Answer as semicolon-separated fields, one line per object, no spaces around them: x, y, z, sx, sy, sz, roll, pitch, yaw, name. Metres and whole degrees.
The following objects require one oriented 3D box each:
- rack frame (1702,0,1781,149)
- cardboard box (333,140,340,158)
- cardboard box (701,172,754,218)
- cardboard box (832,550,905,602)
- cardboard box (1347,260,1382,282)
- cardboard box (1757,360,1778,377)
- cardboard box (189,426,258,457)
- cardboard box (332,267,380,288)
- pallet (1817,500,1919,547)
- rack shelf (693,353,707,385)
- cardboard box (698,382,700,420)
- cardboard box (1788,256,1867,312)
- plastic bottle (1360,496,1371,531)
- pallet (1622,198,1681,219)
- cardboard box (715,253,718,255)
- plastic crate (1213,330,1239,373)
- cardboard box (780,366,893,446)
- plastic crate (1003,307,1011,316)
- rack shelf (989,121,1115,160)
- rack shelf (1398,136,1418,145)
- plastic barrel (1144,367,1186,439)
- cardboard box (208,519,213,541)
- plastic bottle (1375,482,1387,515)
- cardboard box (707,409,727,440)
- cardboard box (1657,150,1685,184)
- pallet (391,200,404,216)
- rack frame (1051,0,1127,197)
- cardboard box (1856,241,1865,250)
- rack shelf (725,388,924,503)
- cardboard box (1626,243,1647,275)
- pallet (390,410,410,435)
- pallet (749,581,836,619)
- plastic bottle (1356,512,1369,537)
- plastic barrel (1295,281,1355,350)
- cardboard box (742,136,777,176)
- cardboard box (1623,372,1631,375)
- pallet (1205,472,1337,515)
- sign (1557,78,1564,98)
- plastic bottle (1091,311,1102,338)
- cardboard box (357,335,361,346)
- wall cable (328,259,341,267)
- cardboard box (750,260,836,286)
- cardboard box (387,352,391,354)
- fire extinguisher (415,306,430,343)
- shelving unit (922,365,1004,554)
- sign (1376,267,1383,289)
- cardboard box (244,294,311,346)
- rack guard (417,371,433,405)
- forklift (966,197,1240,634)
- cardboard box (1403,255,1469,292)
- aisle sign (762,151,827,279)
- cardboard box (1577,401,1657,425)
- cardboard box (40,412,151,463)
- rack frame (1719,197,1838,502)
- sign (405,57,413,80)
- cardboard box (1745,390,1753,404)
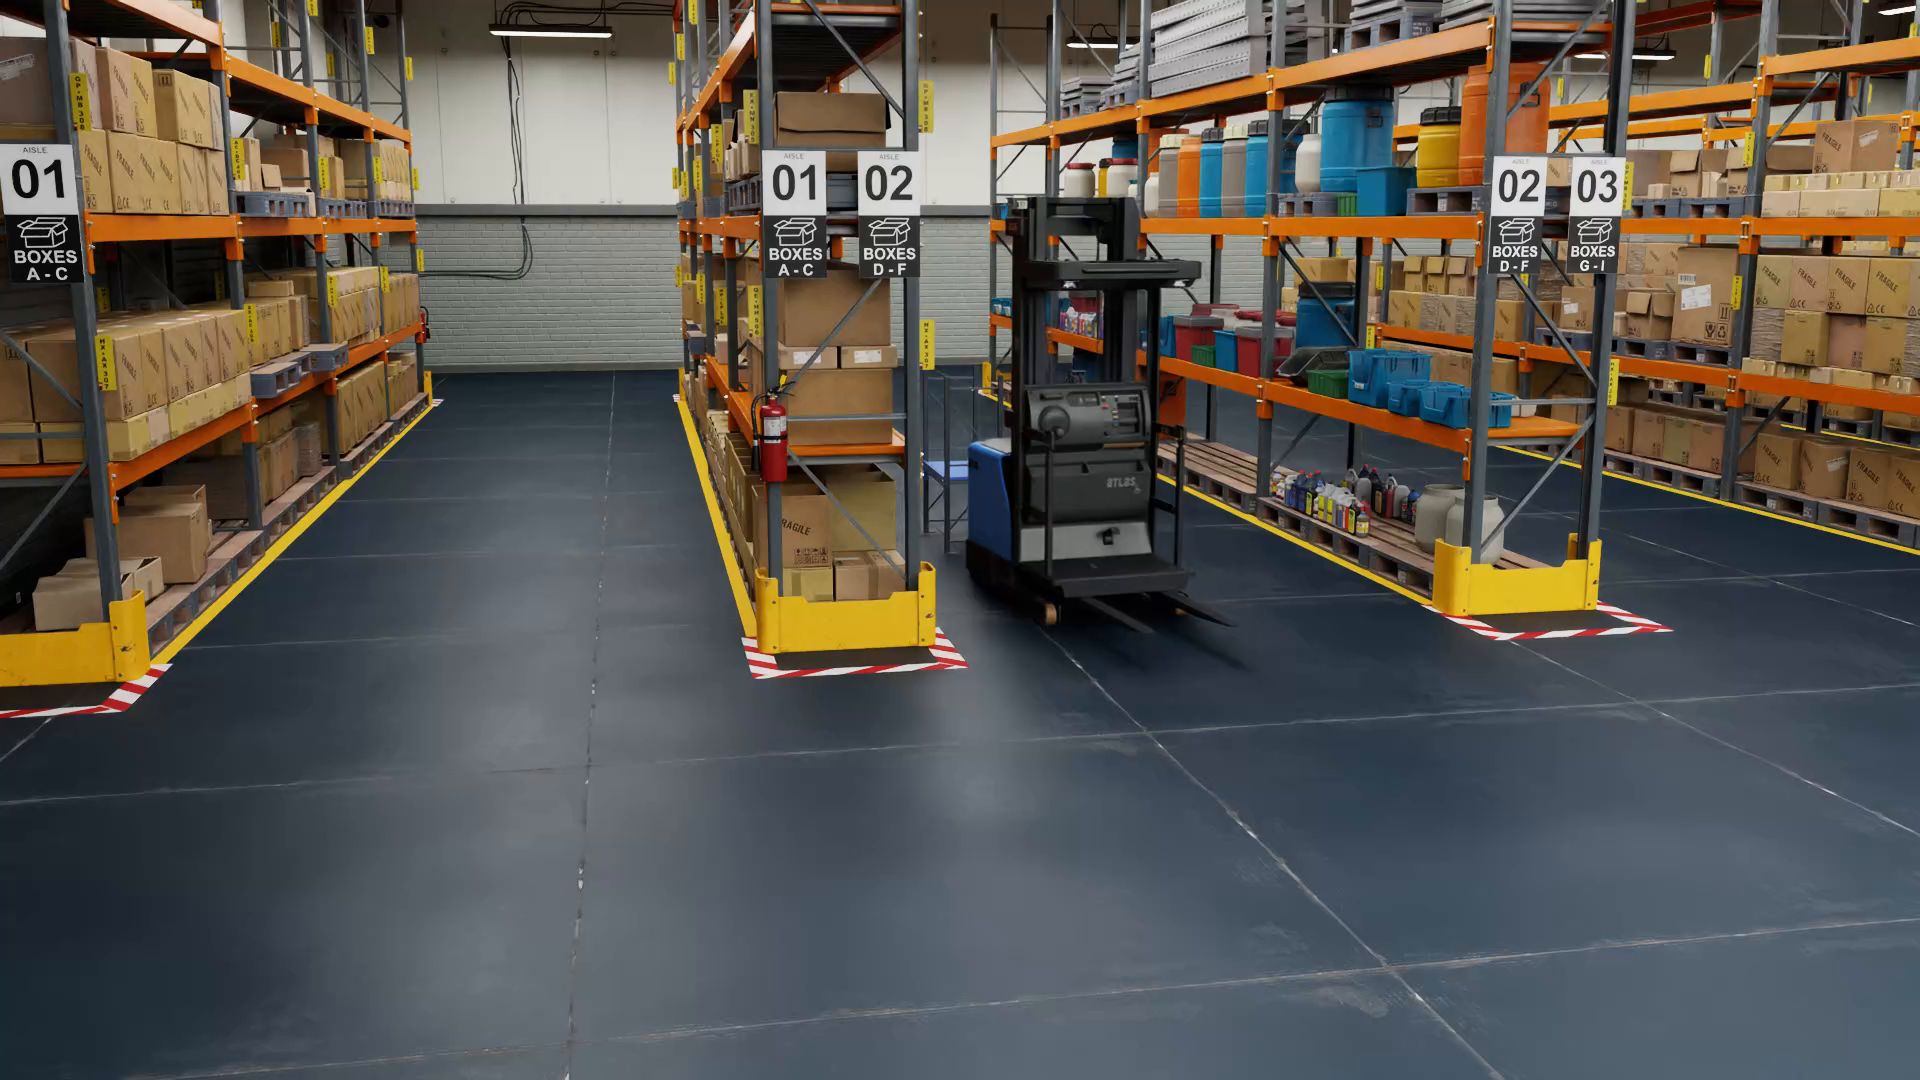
11.506;-6.459;24.564;1.000;3.000;0.127;-2;11;-11;rack frame
-8.320;-4.953;21.679;0.500;0.500;0.500;-2;11;-11;cardboard box
-2.437;-3.858;18.656;0.910;0.500;0.500;-2;11;-11;cardboard box
-0.649;0.248;11.600;0.500;0.250;0.500;-2;11;-11;cardboard box
6.176;-3.958;25.067;0.500;0.500;0.500;-2;11;-10;cardboard box
7.960;-1.663;16.082;0.380;0.149;0.250;-2;11;-11;cardboard box
-6.648;-0.914;14.979;0.500;0.250;0.500;-2;11;-12;cardboard box
-7.613;-3.307;20.926;0.500;0.250;0.500;-2;11;-10;cardboard box
8.583;-0.167;15.009;1.003;0.211;1.213;-2;11;-11;pallet
-2.708;-2.270;20.526;1.077;0.370;4.000;-2;11;-11;rack shelf
-3.127;-1.784;21.554;0.500;0.500;0.500;-2;11;-10;cardboard box
8.114;-2.386;15.472;0.500;0.500;0.500;-2;11;-11;cardboard box
3.392;-0.223;13.933;0.061;0.283;0.133;-2;11;-11;plastic bottle
7.957;-3.571;17.917;1.213;0.211;1.003;-2;11;-11;pallet
-3.518;-4.193;25.761;0.500;0.500;0.500;-2;11;-12;cardboard box
2.799;-1.886;16.625;0.392;0.384;0.575;-2;11;-11;plastic crate
-0.841;-0.925;11.266;0.700;0.500;0.500;-2;11;-11;cardboard box
0.823;-3.560;25.923;0.250;0.136;0.298;-2;11;-11;plastic crate
1.374;-5.934;24.800;1.077;0.370;4.000;-2;11;-11;rack shelf
6.232;-6.114;25.746;1.077;0.370;4.000;-2;11;-11;rack shelf
2.429;-1.666;20.106;0.600;0.830;0.708;-2;11;-11;plastic barrel
-6.266;-0.070;13.441;0.380;0.166;0.250;-4;11;-18;cardboard box
3.731;-0.374;14.727;0.061;0.283;0.133;-2;11;-11;plastic bottle
-2.505;-1.281;18.136;0.500;0.311;0.500;-2;11;-9;cardboard box
7.929;-4.121;18.700;0.500;0.500;0.500;-2;11;-10;cardboard box
-8.338;-4.613;23.127;1.003;0.211;1.213;-2;11;-11;pallet
1.763;-6.117;22.768;1.000;3.000;0.127;-2;11;-11;rack frame
15.592;-5.037;28.460;0.380;0.149;0.250;-2;11;-10;cardboard box
-1.152;-0.803;12.817;1.077;0.370;4.000;-2;11;-11;rack shelf
10.958;-4.464;26.389;0.500;0.500;0.500;-2;11;-10;cardboard box
-8.026;-1.582;22.444;1.003;0.211;1.213;-2;11;-11;pallet
-0.952;0.441;11.812;1.003;0.211;1.213;-2;11;-11;pallet
3.310;-0.131;13.672;0.097;0.201;0.097;0;11;0;plastic bottle
3.541;-2.031;16.003;0.600;0.901;0.708;-2;11;-11;plastic barrel
-1.245;-2.666;11.563;0.500;0.250;0.500;-2;11;-11;cardboard box
10.945;-2.753;26.845;0.380;0.149;0.250;-3;11;-14;cardboard box
3.128;-0.475;16.630;1.003;0.211;1.213;-2;11;-11;pallet
10.196;-7.671;28.221;0.100;0.325;0.005;-2;11;-11;sign
1.769;-2.769;21.357;0.144;0.351;0.185;-2;11;-11;plastic bottle
-7.407;-2.410;19.953;0.380;0.149;0.250;-2;11;-13;cardboard box
-9.910;-4.243;26.248;0.084;1.984;1.851;-2;11;-11;wall cable
-1.349;-2.036;13.633;0.700;0.500;0.500;-2;11;-11;cardboard box
-8.719;-2.731;24.851;0.380;0.149;0.250;-2;11;-11;cardboard box
-8.310;-3.367;25.566;0.296;0.674;0.183;-2;11;-11;fire extinguisher
0.017;-0.721;14.474;0.538;1.500;1.048;-2;11;-11;shelving unit
6.077;-3.794;24.079;0.100;0.325;0.005;-2;11;-11;sign
-7.076;-2.255;17.080;0.700;0.500;0.500;-3;11;-18;cardboard box
-8.738;-2.320;25.547;1.175;0.500;0.348;-2;11;-11;rack guard
0.995;-0.924;11.715;1.130;2.935;3.031;-4;11;-18;forklift
6.754;-3.775;23.558;0.797;0.503;0.637;-2;11;-12;cardboard box
-1.038;-2.044;10.460;0.394;0.787;0.004;-2;11;-11;aisle sign
7.670;-1.381;19.439;0.700;0.500;0.500;-3;11;-16;cardboard box
-5.404;-0.646;10.416;0.500;0.250;0.500;-2;11;-13;cardboard box
8.177;-1.883;16.566;1.000;3.000;0.127;-2;11;-11;rack frame
-8.198;-7.005;24.725;0.100;0.325;0.005;-2;11;-11;sign
11.494;-2.248;24.048;0.500;0.500;0.500;-2;11;-8;cardboard box
